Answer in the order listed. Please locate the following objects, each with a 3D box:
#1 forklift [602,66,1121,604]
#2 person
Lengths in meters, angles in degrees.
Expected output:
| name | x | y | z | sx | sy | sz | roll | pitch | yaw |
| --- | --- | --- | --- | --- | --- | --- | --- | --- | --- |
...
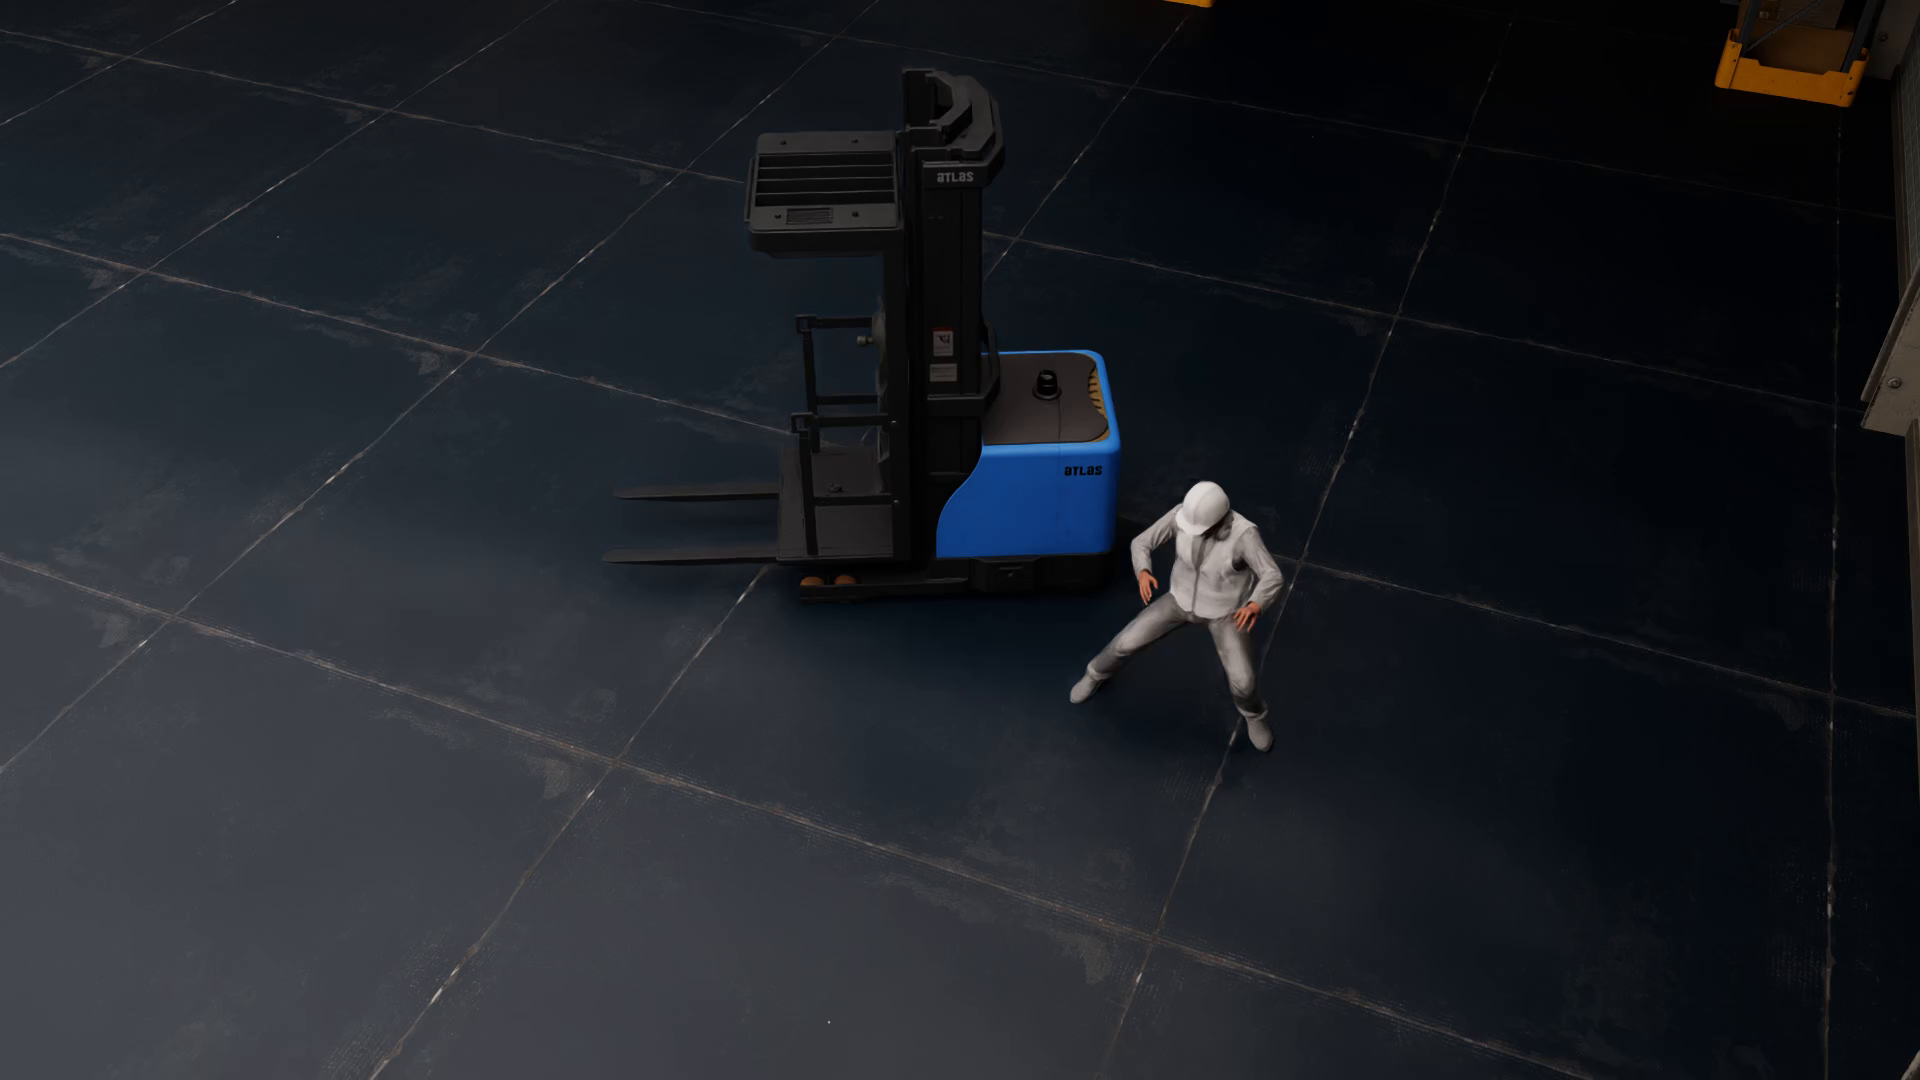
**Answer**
| name | x | y | z | sx | sy | sz | roll | pitch | yaw |
| --- | --- | --- | --- | --- | --- | --- | --- | --- | --- |
| forklift | -0.615 | -1.095 | 9.314 | 3.031 | 2.935 | 1.130 | -2 | 40 | -2 |
| person | 1.218 | 0.345 | 8.703 | 1.117 | 1.540 | 0.711 | 25 | 46 | 27 |
